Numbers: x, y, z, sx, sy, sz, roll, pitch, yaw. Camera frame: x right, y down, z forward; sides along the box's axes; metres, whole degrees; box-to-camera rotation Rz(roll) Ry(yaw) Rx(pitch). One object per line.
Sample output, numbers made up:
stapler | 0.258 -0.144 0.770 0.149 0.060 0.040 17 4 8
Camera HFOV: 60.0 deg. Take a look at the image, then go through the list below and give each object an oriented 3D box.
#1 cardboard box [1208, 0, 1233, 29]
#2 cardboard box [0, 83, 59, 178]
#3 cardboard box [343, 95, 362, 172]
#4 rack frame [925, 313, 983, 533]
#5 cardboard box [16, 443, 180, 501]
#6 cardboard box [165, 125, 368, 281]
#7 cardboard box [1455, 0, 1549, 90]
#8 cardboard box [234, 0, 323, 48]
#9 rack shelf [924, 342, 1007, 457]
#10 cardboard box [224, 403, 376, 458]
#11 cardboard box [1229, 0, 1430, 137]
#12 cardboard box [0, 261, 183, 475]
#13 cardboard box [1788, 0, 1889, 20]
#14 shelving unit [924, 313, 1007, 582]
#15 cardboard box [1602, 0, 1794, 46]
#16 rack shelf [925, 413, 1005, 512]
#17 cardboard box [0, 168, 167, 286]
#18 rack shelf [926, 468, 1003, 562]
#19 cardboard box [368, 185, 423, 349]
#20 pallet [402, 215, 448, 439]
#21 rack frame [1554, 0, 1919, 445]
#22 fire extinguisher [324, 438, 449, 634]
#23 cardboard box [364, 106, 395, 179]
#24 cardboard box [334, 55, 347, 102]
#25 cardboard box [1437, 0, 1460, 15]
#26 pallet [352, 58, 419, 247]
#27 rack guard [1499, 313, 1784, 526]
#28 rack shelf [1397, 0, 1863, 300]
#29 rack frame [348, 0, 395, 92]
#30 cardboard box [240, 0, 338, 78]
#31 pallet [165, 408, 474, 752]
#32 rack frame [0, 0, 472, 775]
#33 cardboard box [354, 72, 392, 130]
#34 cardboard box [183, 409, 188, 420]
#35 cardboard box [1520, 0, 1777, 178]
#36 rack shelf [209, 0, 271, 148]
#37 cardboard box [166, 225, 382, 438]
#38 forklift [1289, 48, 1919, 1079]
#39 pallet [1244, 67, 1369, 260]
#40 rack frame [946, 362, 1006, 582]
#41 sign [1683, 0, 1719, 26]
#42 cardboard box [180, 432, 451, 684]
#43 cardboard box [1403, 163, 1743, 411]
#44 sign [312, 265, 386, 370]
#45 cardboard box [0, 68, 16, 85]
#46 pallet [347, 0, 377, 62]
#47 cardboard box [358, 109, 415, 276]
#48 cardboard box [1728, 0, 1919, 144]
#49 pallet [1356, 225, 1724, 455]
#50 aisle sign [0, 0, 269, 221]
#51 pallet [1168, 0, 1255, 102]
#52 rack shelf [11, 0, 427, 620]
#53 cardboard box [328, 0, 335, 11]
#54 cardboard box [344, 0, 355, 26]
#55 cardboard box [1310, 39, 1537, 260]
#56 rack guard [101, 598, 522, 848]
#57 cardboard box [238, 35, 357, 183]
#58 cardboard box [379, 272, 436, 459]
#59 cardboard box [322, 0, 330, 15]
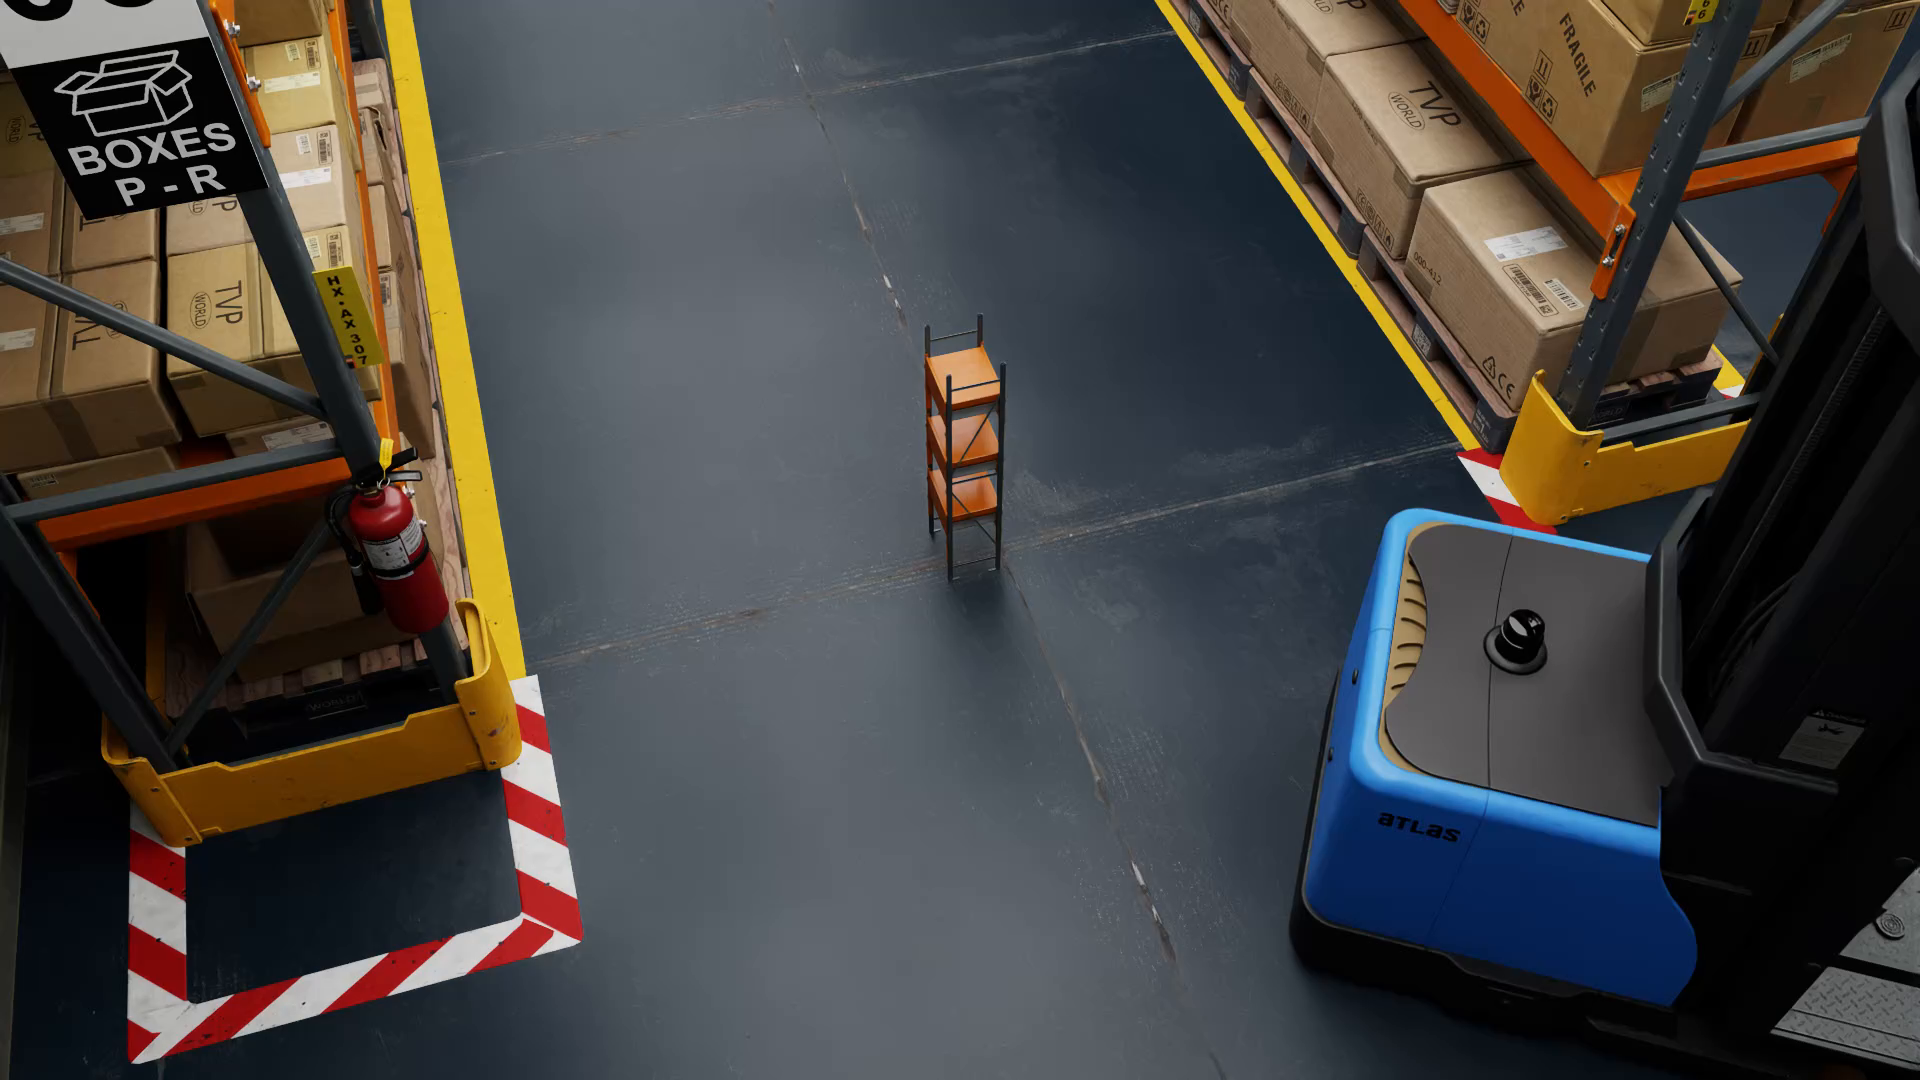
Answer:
cardboard box | 1.582 -3.029 8.242 0.875 0.438 0.875 -14 51 -12
cardboard box | -2.741 -1.218 5.219 0.500 0.250 0.500 -12 51 -10
cardboard box | -2.227 -1.329 5.573 0.380 0.149 0.250 -15 51 -12
rack frame | -0.020 -0.388 5.891 0.200 1.050 0.008 -13 51 -11
cardboard box | -2.413 -0.256 4.668 0.380 0.149 0.250 -14 51 -11
cardboard box | -2.085 -0.963 5.004 0.500 0.250 0.500 -13 51 -11
cardboard box | 2.152 -1.975 5.888 0.500 0.500 0.500 -14 51 -12
cardboard box | -2.379 -1.932 5.330 0.500 0.500 0.500 -12 51 -10
rack shelf | 0.016 -0.475 5.607 0.215 0.259 0.240 -13 51 -11
cardboard box | -1.894 -0.377 4.770 0.380 0.149 0.250 -14 51 -11
cardboard box | 1.848 -2.375 7.691 0.875 0.438 0.875 -15 51 -12
cardboard box | -2.448 -0.479 4.595 0.500 0.250 0.500 -12 51 -10
cardboard box | 2.812 -2.050 5.297 0.500 0.500 0.500 -14 51 -12
shelving unit | 0.016 -0.299 5.816 0.215 1.050 0.252 -13 51 -11
cardboard box | 2.312 -1.933 5.198 0.500 0.500 0.500 -12 51 -10
rack shelf | 0.016 -0.292 5.824 0.215 0.259 0.240 -13 51 -11
cardboard box | -2.599 -0.856 4.913 0.500 0.250 0.500 -13 51 -11
rack shelf | 0.016 -0.113 6.036 0.215 0.259 0.240 -13 51 -11
cardboard box | -2.425 -0.995 6.487 0.500 0.500 0.500 -12 51 -10
pallet | -2.675 -0.784 6.773 1.003 0.211 1.213 -13 51 -11
rack frame | 2.682 -1.280 5.368 1.000 3.000 0.127 -13 51 -11
fire extinguisher | -1.574 -0.007 4.589 0.296 0.674 0.183 -13 51 -11
cardboard box | -2.691 -1.730 7.260 0.396 0.266 0.258 -12 51 -10
cardboard box | -2.325 -1.516 5.731 0.380 0.149 0.250 -12 51 -10
cardboard box | 1.991 -2.349 6.203 0.500 0.500 0.500 -12 51 -10
pallet | -3.039 -1.676 7.525 1.003 0.211 1.213 -13 51 -11
rack guard | 2.689 -0.457 6.308 1.175 0.500 0.348 -13 51 -11
rack shelf | 2.091 -2.509 6.874 1.077 0.370 4.000 -13 51 -11
rack frame | -3.241 -3.077 6.882 1.000 3.000 0.127 -13 51 -11
cardboard box | -2.409 -1.702 5.626 0.500 0.250 0.500 -15 51 -12
pallet | -2.318 0.106 6.023 1.003 0.211 1.213 -13 51 -11
rack frame | -2.059 -0.155 4.419 1.000 3.000 0.127 -13 51 -11
cardboard box | -2.796 -1.953 7.524 0.380 0.149 0.250 -15 51 -12
cardboard box | -2.429 -0.455 4.836 0.380 0.149 0.250 -12 51 -10
cardboard box | 2.287 -1.605 5.576 0.500 0.500 0.500 -13 51 -11
rack shelf | -2.650 -2.351 4.779 1.077 0.370 4.000 -13 51 -11
cardboard box | -1.935 -0.595 4.693 0.500 0.250 0.500 -13 51 -11
forklift | 2.592 0.304 4.077 3.031 2.935 1.130 12 51 10
pallet | 2.014 -1.837 7.661 1.003 0.211 1.213 -13 51 -11
rack frame | 0.052 -0.210 5.741 0.200 1.050 0.008 -13 51 -11
sign | 2.160 -1.617 4.739 0.100 0.325 0.005 -13 51 -11
cardboard box | -2.149 0.046 5.608 0.797 0.503 0.637 -15 52 -12
cardboard box | 2.391 -1.049 6.574 0.875 0.438 0.875 -15 51 -12
sign | -1.540 -0.557 4.192 0.100 0.325 0.005 -13 51 -11
cardboard box | -2.896 -1.600 5.541 0.500 0.250 0.500 -13 51 -11
pallet | -3.518 -2.764 8.442 1.003 0.211 1.213 -13 51 -11
cardboard box | -2.672 -1.345 6.782 0.700 0.500 0.500 -15 52 -12
cardboard box | 2.814 -1.728 5.680 0.500 0.500 0.500 -14 51 -11
pallet | 2.371 -0.948 6.911 1.003 0.211 1.213 -13 51 -11
aisle sign | -1.758 -1.010 3.439 0.394 0.787 0.004 -13 51 -11
pallet | 1.649 -2.730 8.413 1.003 0.211 1.213 -13 51 -11
rack shelf | -2.650 -1.384 5.926 1.077 0.370 4.000 -13 51 -11
cardboard box | -2.554 -2.073 6.200 0.380 0.149 0.250 -14 51 -12
cardboard box | -3.170 -2.811 8.018 0.500 0.500 0.500 -11 51 -9
cardboard box | 2.113 -1.716 7.136 0.875 0.438 0.875 -12 51 -10
rack guard | -2.081 0.595 5.422 1.175 0.500 0.348 -13 51 -11
cardboard box | -2.238 -1.333 5.315 0.500 0.250 0.500 -14 51 -12
cardboard box | -2.365 -0.586 6.143 0.700 0.500 0.500 -11 51 -9
cardboard box | -2.561 -2.078 5.943 0.500 0.250 0.500 -14 51 -11
